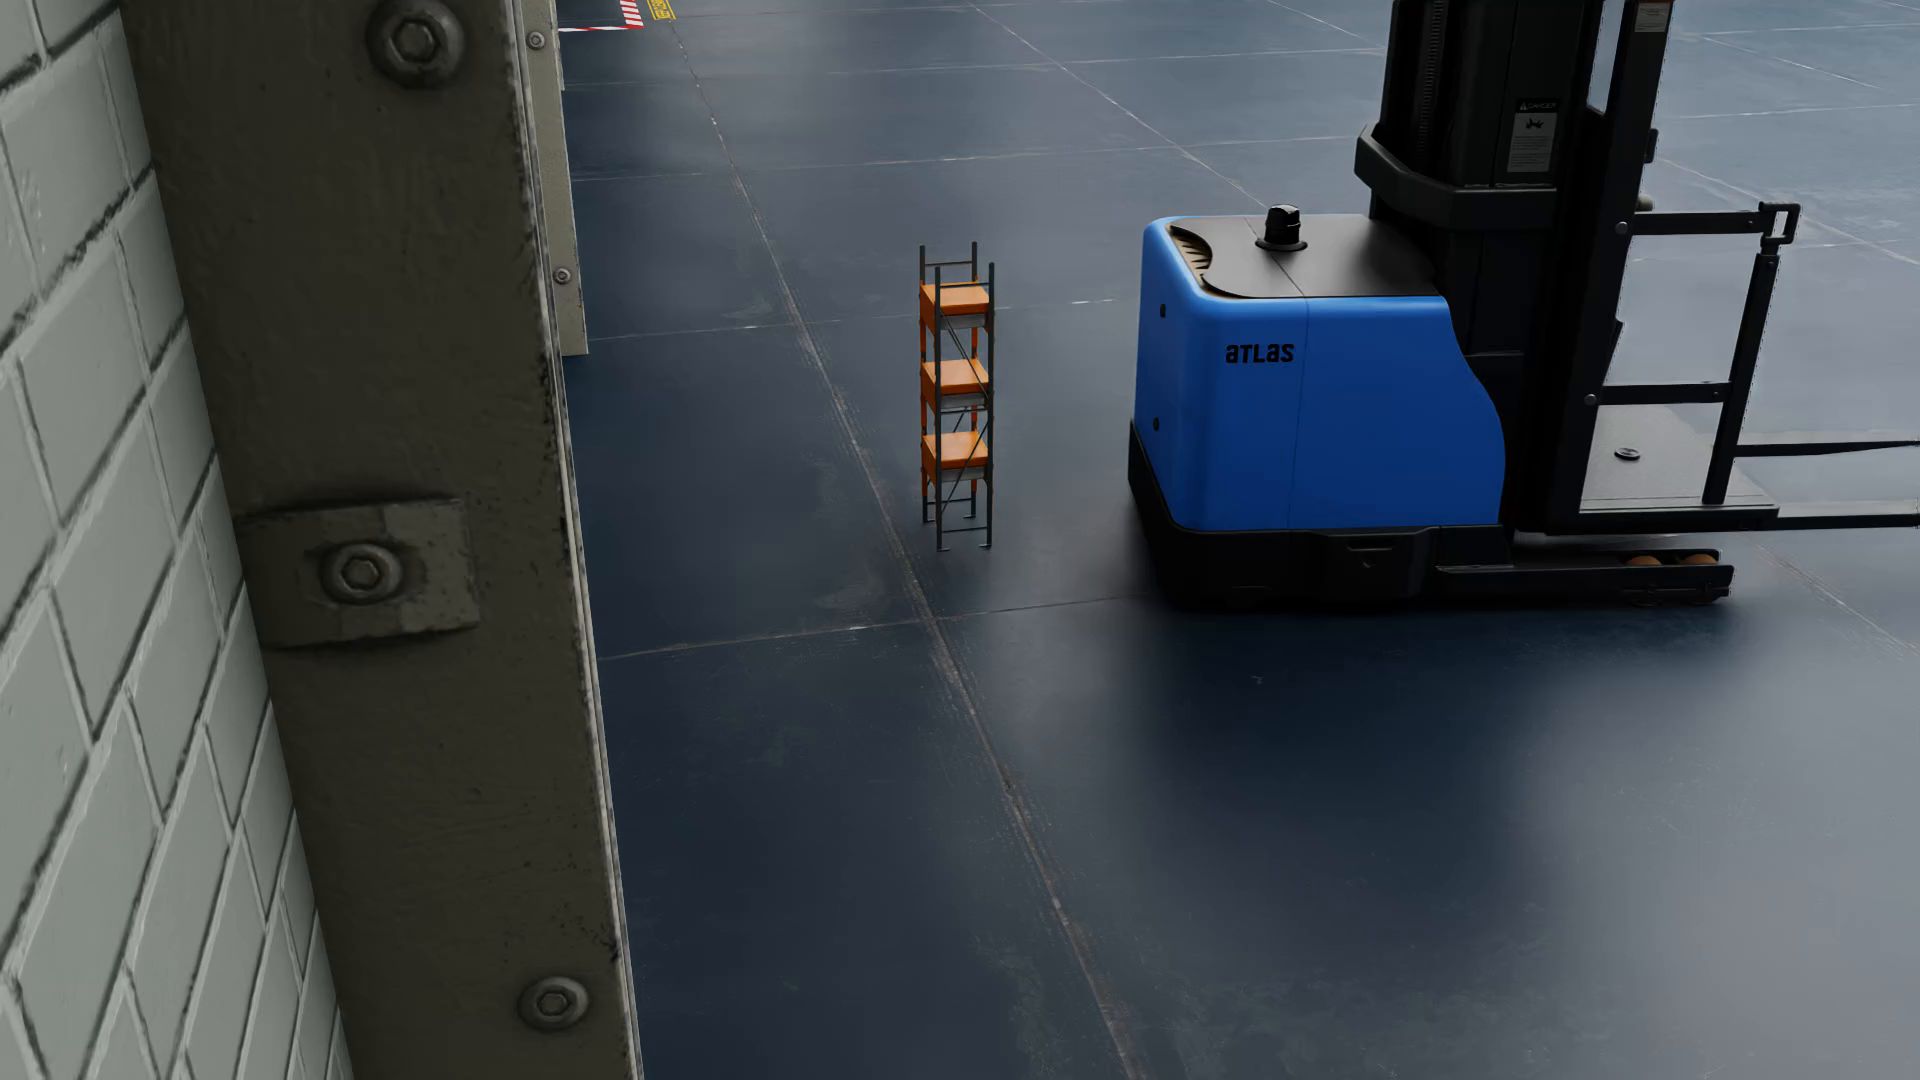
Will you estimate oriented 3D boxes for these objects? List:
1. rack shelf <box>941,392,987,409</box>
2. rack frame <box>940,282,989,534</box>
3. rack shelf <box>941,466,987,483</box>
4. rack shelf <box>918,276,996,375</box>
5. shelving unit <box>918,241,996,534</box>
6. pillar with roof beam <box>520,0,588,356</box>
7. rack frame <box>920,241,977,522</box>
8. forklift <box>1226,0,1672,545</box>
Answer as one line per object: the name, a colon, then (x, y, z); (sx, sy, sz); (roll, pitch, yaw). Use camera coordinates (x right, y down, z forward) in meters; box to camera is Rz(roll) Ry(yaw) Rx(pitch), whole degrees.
rack shelf: (-0.012, -0.527, 5.798); (0.166, 0.050, 0.221); (-6, 27, -12)
rack frame: (0.016, -0.439, 5.710); (0.190, 0.915, 0.003); (-6, 27, -12)
rack shelf: (-0.012, -0.279, 5.923); (0.166, 0.050, 0.221); (-6, 27, -12)
rack shelf: (-0.012, -0.736, 5.693); (0.215, 0.259, 0.240); (-6, 27, -12)
shelving unit: (-0.012, -0.493, 5.817); (0.215, 1.050, 0.249); (-6, 27, -12)
pillar with roof beam: (2.273, -5.390, 6.697); (9.100, 9.000, 0.400); (-6, 27, -12)
rack frame: (-0.040, -0.546, 5.922); (0.200, 1.050, 0.008); (-6, 27, -12)
forklift: (10.999, -11.920, 26.120); (23.390, 3.159, 46.598); (-2, 27, -3)
